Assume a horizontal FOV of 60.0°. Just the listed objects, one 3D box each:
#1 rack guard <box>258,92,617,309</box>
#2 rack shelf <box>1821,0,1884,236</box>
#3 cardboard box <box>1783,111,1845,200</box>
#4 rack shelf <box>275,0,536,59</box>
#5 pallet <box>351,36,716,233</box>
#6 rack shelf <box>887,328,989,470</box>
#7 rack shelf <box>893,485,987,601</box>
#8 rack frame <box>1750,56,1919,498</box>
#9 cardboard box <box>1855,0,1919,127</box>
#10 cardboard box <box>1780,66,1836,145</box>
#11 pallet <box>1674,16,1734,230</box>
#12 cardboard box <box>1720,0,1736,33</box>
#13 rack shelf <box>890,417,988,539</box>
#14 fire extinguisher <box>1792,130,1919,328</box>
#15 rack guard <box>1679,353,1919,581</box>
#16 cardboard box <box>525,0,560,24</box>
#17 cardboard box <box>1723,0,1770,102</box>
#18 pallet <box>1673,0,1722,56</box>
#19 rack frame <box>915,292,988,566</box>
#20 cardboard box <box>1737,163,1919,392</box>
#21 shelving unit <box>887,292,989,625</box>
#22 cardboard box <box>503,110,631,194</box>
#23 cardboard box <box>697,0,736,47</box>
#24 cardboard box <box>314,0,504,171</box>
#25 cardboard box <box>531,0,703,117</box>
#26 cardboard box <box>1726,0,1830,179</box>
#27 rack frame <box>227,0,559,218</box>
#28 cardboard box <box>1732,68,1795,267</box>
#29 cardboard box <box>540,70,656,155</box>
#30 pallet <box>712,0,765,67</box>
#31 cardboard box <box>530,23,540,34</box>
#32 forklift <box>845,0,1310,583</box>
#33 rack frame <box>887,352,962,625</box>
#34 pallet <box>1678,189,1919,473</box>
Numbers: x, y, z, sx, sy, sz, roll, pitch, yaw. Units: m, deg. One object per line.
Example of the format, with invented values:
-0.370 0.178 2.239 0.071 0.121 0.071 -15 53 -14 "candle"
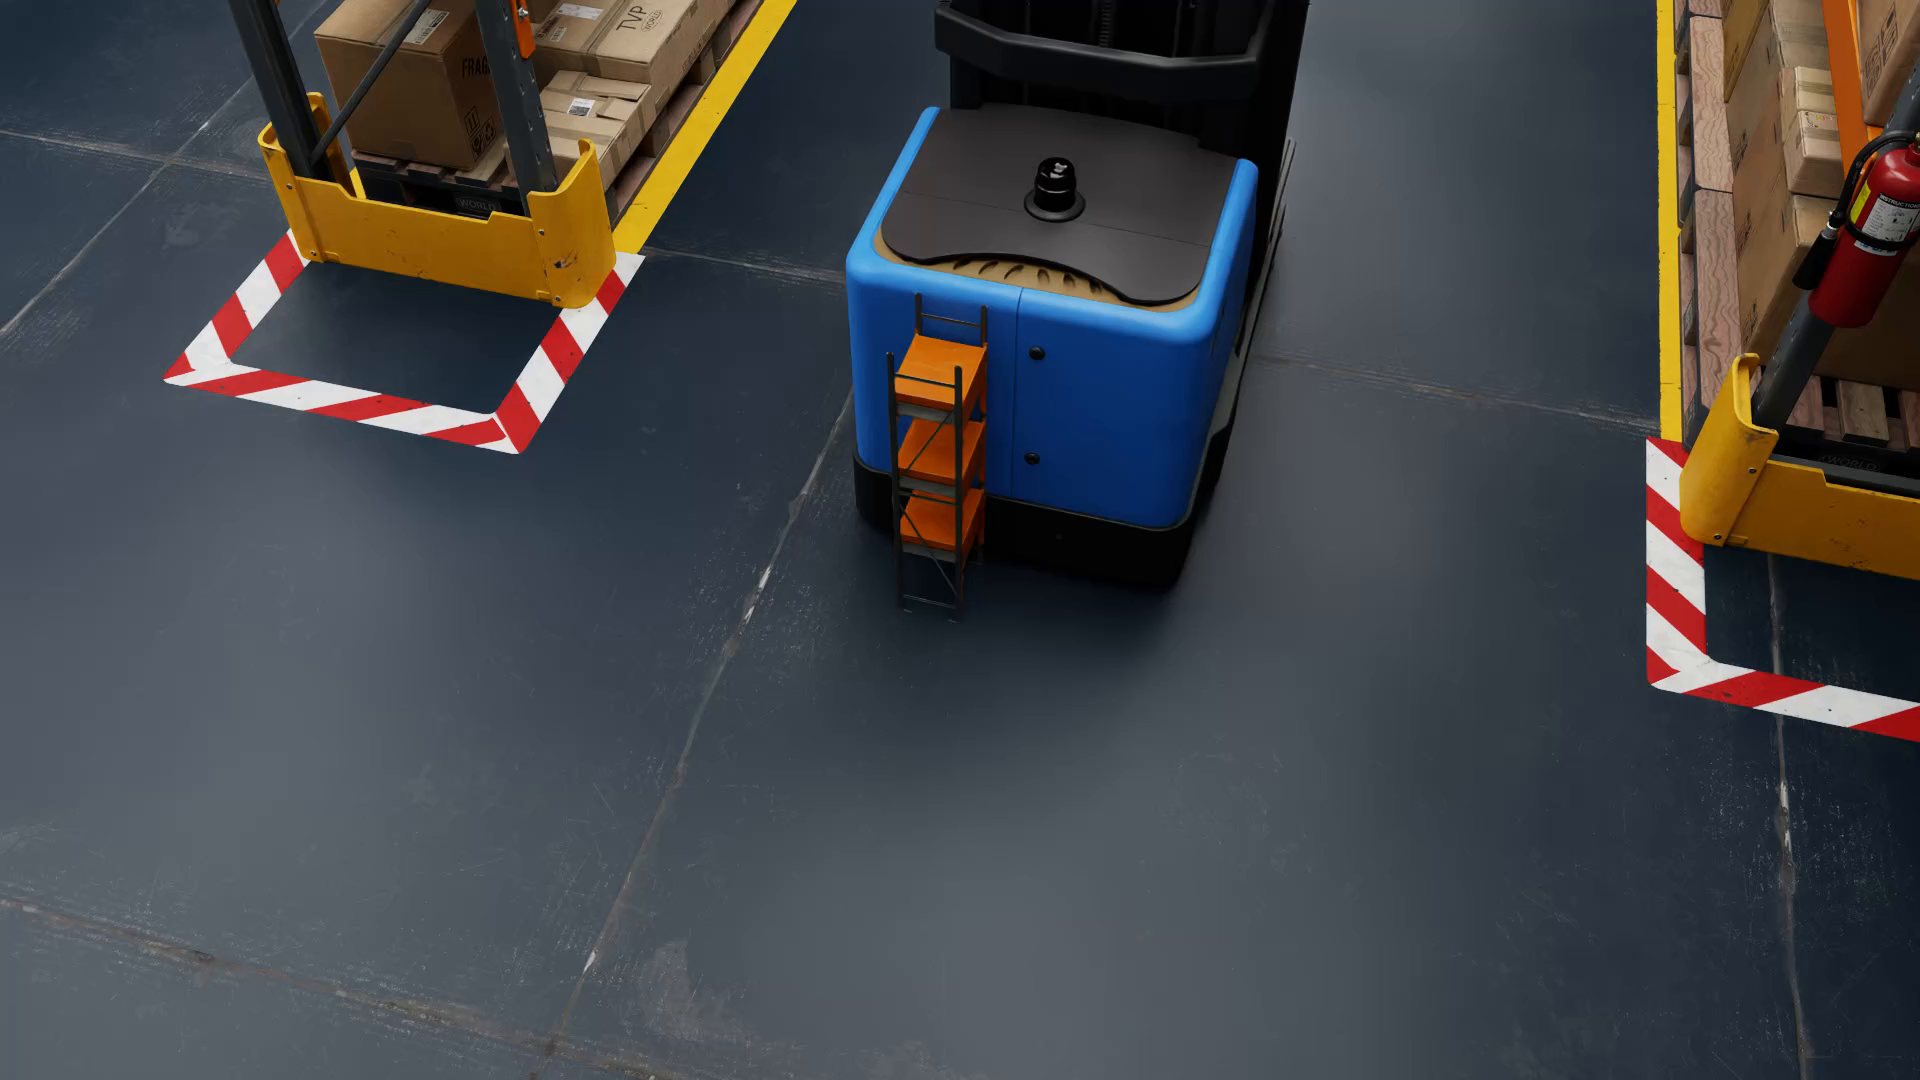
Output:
-1.867 -1.225 5.998 1.175 0.500 0.348 12 50 10 "rack guard"
3.420 -2.231 5.698 1.077 0.370 4.000 12 50 10 "rack shelf"
2.839 -1.204 5.266 0.380 0.149 0.250 11 49 10 "cardboard box"
-1.360 -3.206 6.558 1.077 0.370 4.000 12 50 10 "rack shelf"
-1.658 -1.706 6.615 1.003 0.211 1.213 12 50 10 "pallet"
-0.058 -0.382 4.523 0.215 0.259 0.240 12 50 11 "rack shelf"
-0.058 -0.011 4.944 0.215 0.259 0.240 12 50 11 "rack shelf"
2.893 -1.022 4.152 1.000 3.000 0.127 12 50 10 "rack frame"
3.018 -1.492 4.366 0.980 0.700 0.700 14 50 12 "cardboard box"
2.906 -1.389 5.429 0.380 0.149 0.250 13 50 11 "cardboard box"
3.351 -1.573 6.498 1.003 0.211 1.213 12 50 10 "pallet"
3.515 -2.344 6.705 0.700 0.500 0.500 11 50 10 "cardboard box"
-0.058 -0.195 4.736 0.215 0.259 0.240 12 50 11 "rack shelf"
2.409 -0.855 4.304 0.296 0.674 0.183 12 50 10 "fire extinguisher"
2.887 -0.178 5.073 1.175 0.500 0.348 12 50 10 "rack guard"
-1.702 -2.356 6.869 0.500 0.250 0.500 12 50 10 "cardboard box"
3.378 -1.973 6.378 0.700 0.500 0.500 13 50 11 "cardboard box"
3.671 -2.458 7.279 1.003 0.211 1.213 12 50 10 "pallet"
-0.023 -0.289 4.805 0.200 1.050 0.008 12 50 11 "rack frame"
2.981 -0.860 5.396 0.700 0.500 0.500 12 50 10 "cardboard box"
-0.058 -0.202 4.728 0.215 1.050 0.252 12 50 11 "shelving unit"
-1.445 -1.434 6.123 0.380 0.149 0.250 12 50 10 "cardboard box"
-1.207 -2.293 6.814 0.500 0.250 0.500 12 50 10 "cardboard box"
-1.981 -1.757 6.174 0.500 0.500 0.500 12 50 10 "cardboard box"
-1.338 -1.932 6.495 0.500 0.250 0.500 12 50 10 "cardboard box"
3.245 -1.586 6.036 0.700 0.500 0.500 10 49 9 "cardboard box"
-1.887 -1.997 5.012 1.000 3.000 0.127 12 50 10 "rack frame"
3.113 -1.222 5.715 0.700 0.500 0.500 11 50 10 "cardboard box"
-1.379 -1.621 6.276 0.380 0.166 0.250 12 50 10 "cardboard box"
-1.335 -2.586 7.392 1.003 0.211 1.213 12 50 10 "pallet"
-1.788 -1.922 6.542 0.380 0.166 0.250 12 50 10 "cardboard box"
0.574 -1.971 5.034 1.130 2.935 3.031 12 50 11 "forklift"
-0.092 -0.114 4.650 0.200 1.050 0.008 12 50 11 "rack frame"
3.028 -0.693 5.721 1.003 0.211 1.213 12 50 10 "pallet"
